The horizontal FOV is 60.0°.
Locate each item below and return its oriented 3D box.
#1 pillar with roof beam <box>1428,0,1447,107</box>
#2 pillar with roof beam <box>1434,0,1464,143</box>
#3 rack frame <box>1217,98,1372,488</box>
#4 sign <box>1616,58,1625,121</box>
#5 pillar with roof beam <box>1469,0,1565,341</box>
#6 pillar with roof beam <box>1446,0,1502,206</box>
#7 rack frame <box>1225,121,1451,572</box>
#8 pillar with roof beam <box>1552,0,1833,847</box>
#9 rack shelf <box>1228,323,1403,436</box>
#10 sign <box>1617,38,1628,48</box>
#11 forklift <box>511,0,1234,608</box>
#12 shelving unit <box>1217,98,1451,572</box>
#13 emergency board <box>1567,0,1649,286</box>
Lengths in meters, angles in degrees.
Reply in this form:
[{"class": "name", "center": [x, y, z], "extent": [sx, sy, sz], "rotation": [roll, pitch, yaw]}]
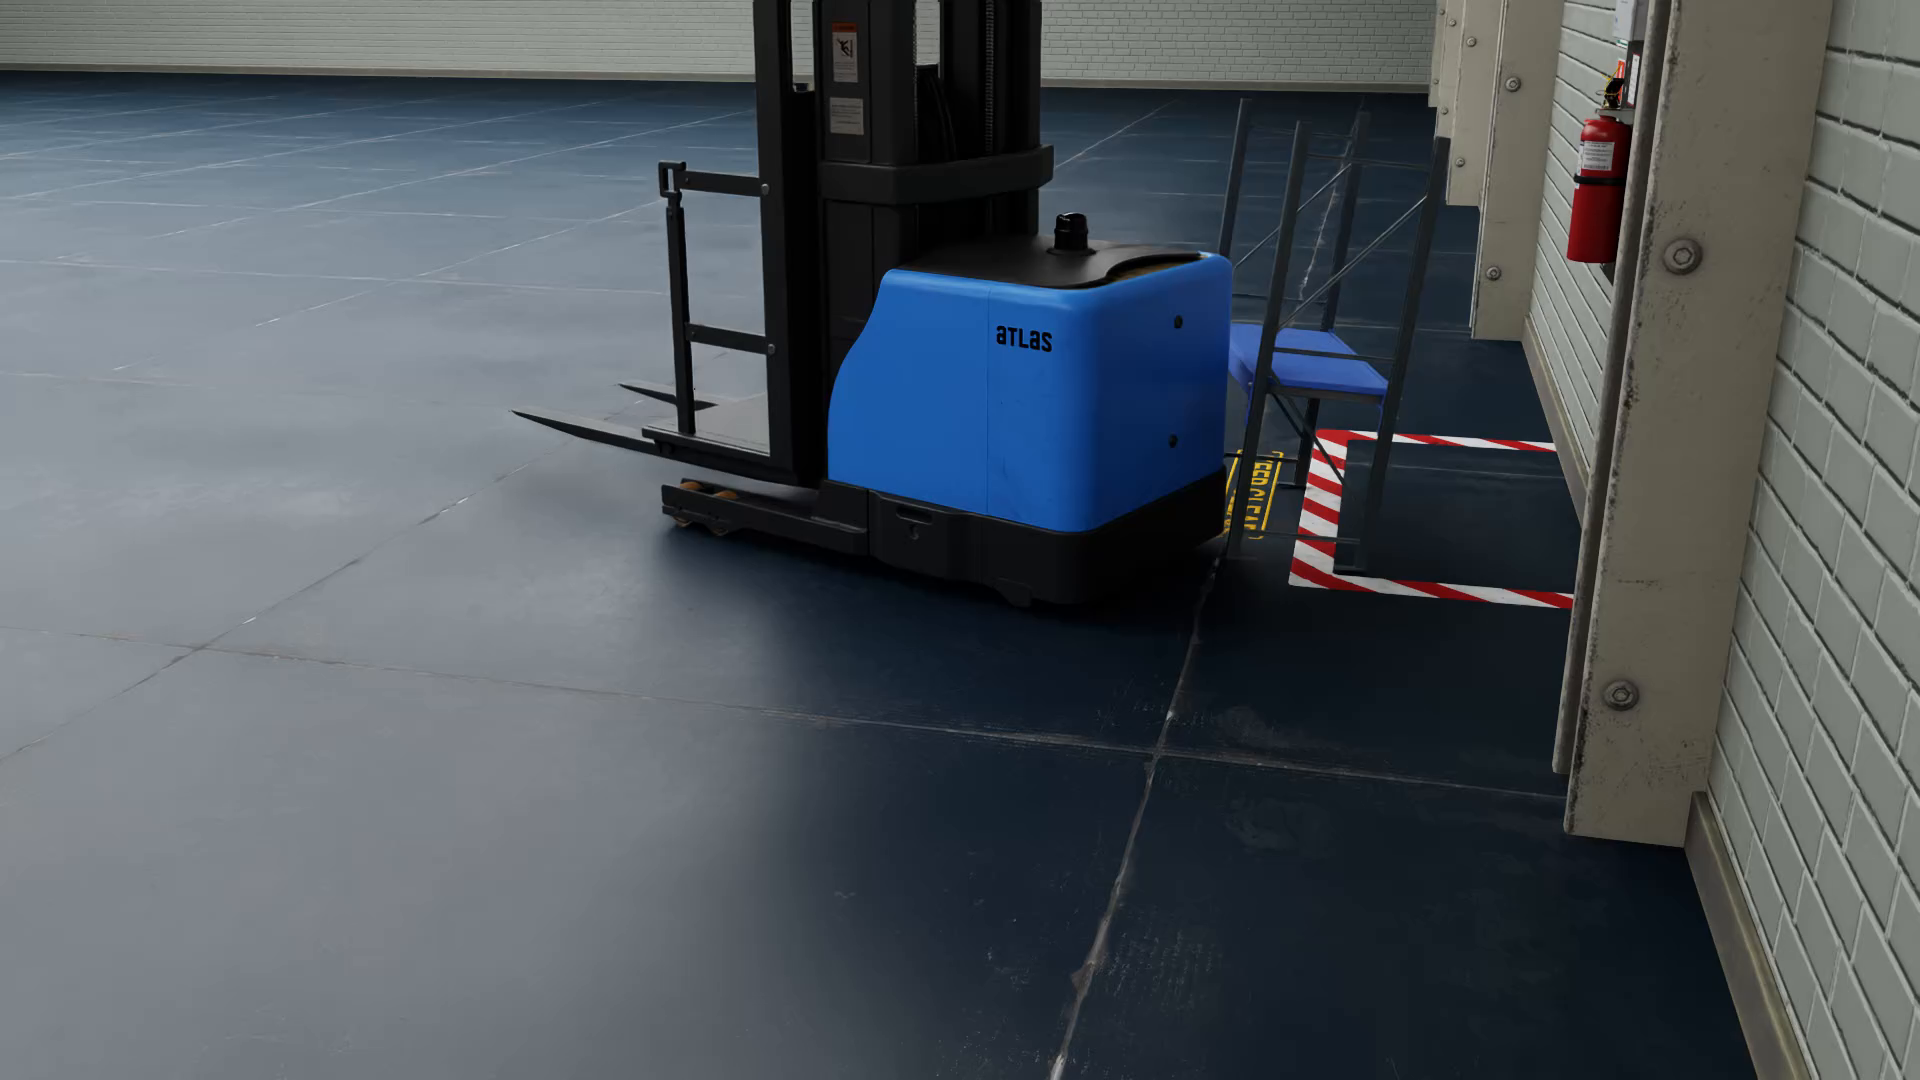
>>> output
[{"class": "pillar with roof beam", "center": [3.372, -11.450, 25.789], "extent": [9.100, 9.000, 0.400], "rotation": [5, 19, 13]}, {"class": "pillar with roof beam", "center": [1.906, -9.570, 20.283], "extent": [9.100, 9.000, 0.400], "rotation": [5, 19, 13]}, {"class": "rack frame", "center": [1.241, -0.949, 6.576], "extent": [0.500, 1.500, 0.032], "rotation": [5, 19, -3]}, {"class": "sign", "center": [2.559, -1.703, 6.476], "extent": [0.001, 0.329, 0.234], "rotation": [5, 19, 13]}, {"class": "pillar with roof beam", "center": [-1.026, -5.808, 9.271], "extent": [9.100, 9.000, 0.400], "rotation": [5, 19, 13]}, {"class": "pillar with roof beam", "center": [0.440, -7.689, 14.777], "extent": [9.100, 9.000, 0.400], "rotation": [5, 19, 13]}, {"class": "rack frame", "center": [1.260, -0.620, 5.614], "extent": [0.500, 1.500, 0.032], "rotation": [5, 19, -3]}, {"class": "pillar with roof beam", "center": [-2.492, -3.928, 3.765], "extent": [9.100, 9.000, 0.400], "rotation": [5, 19, 13]}, {"class": "rack shelf", "center": [1.232, -0.615, 6.153], "extent": [0.538, 0.185, 1.000], "rotation": [5, 19, -3]}, {"class": "sign", "center": [2.549, -1.953, 6.388], "extent": [0.001, 0.109, 0.331], "rotation": [5, 19, 13]}, {"class": "forklift", "center": [-0.518, -1.526, 6.122], "extent": [3.031, 2.935, 1.130], "rotation": [14, 23, 35]}, {"class": "shelving unit", "center": [1.251, -0.784, 6.095], "extent": [0.538, 1.500, 1.048], "rotation": [5, 19, -3]}, {"class": "emergency board", "center": [2.324, -1.520, 5.998], "extent": [0.194, 1.169, 0.643], "rotation": [5, 19, 13]}]
